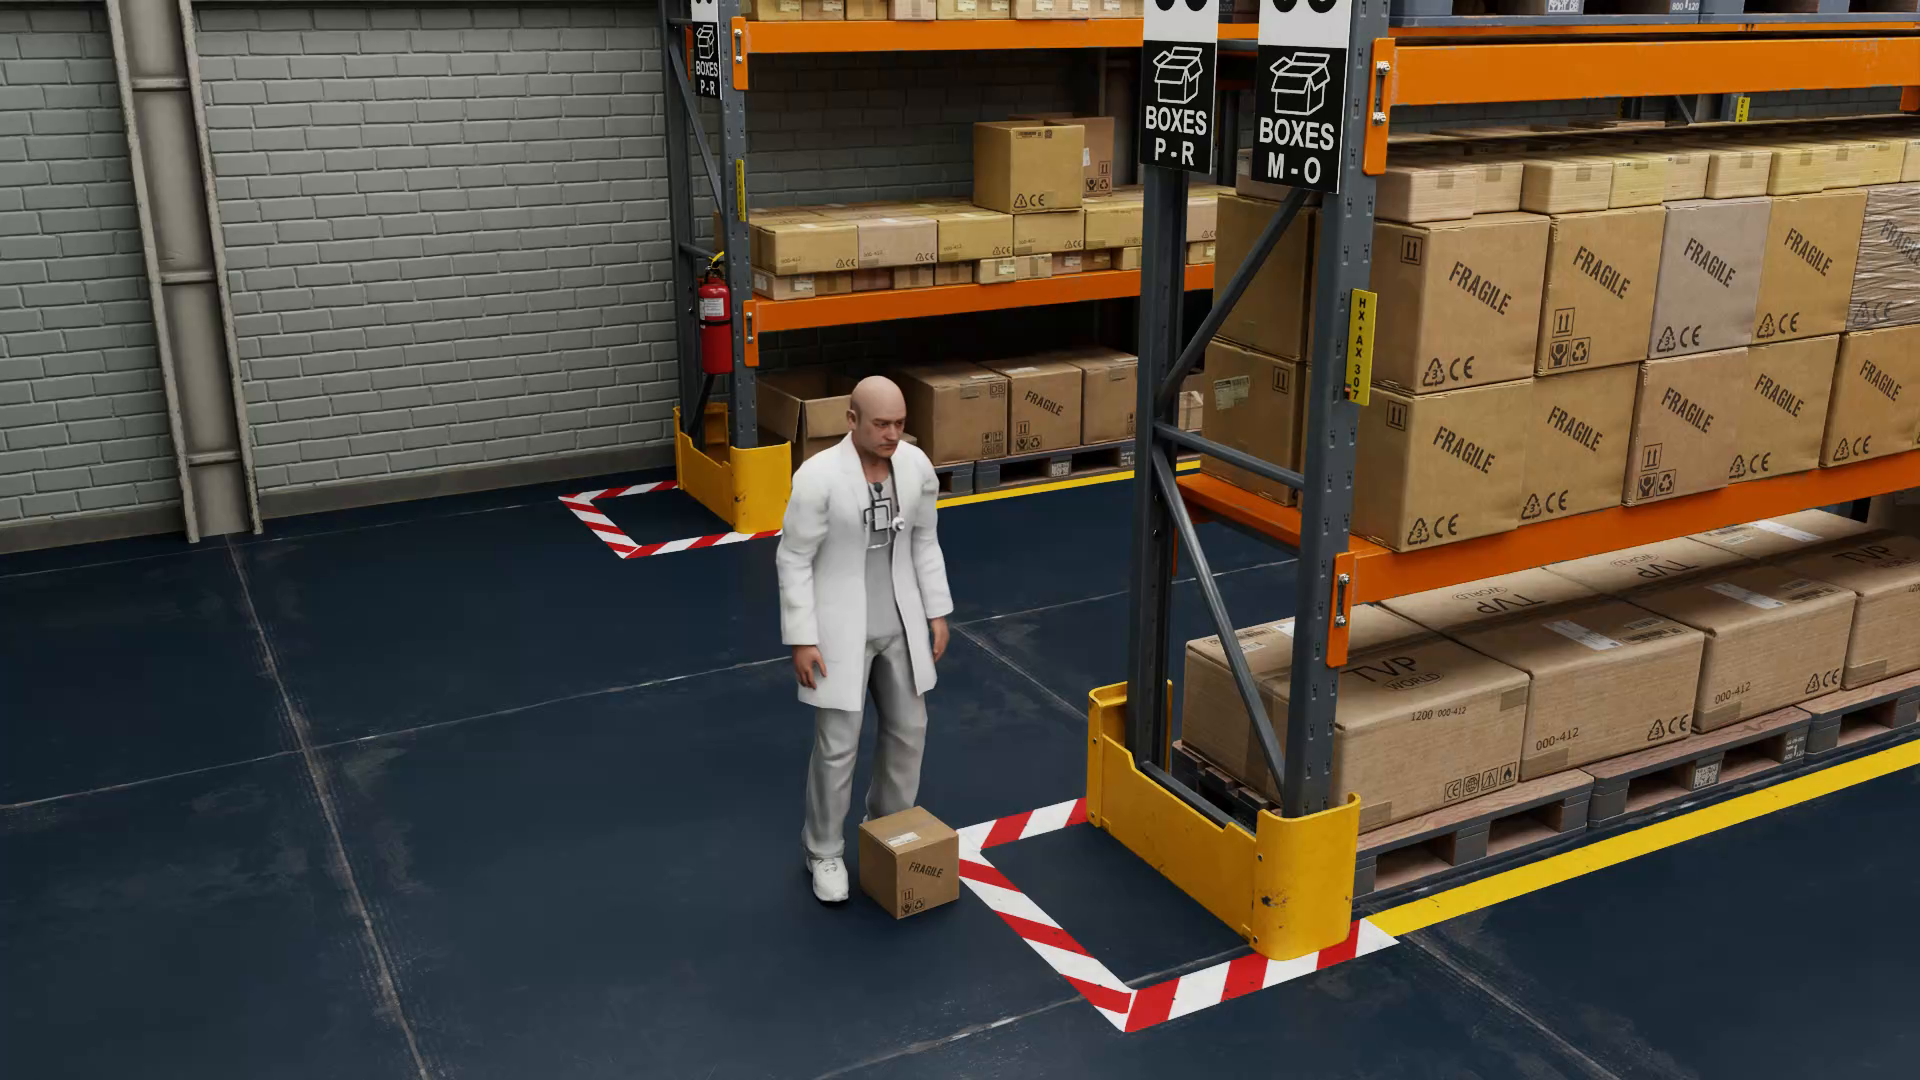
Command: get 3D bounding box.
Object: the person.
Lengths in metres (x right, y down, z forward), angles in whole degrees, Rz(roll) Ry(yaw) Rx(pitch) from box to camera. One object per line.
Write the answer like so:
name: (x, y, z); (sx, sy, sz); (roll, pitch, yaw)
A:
person: (-0.310, 0.309, 5.640); (0.643, 1.774, 0.419); (-11, 21, -30)
